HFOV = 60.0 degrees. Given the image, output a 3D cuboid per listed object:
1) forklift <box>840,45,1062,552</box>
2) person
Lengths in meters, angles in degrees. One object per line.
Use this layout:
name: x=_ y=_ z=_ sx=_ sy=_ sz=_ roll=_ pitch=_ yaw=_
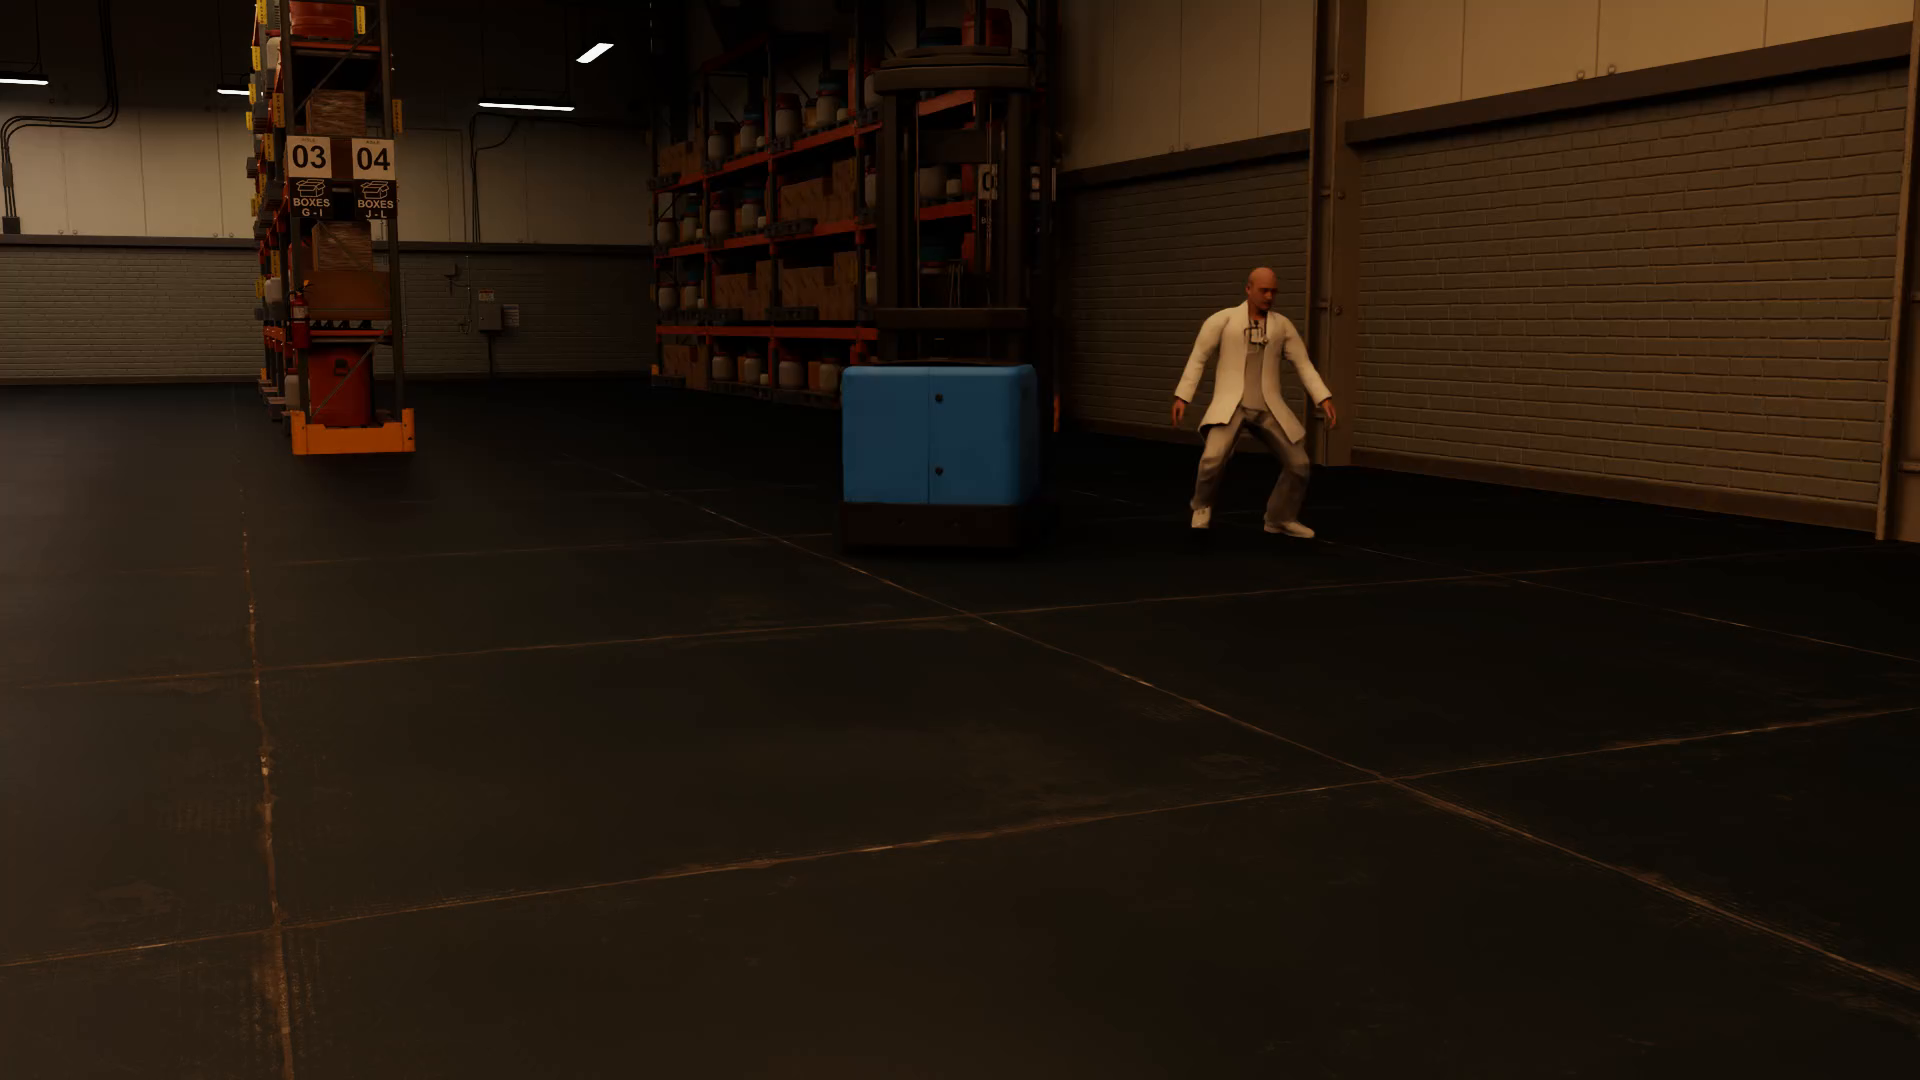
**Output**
forklift: x=0.061 y=-1.539 z=10.616 sx=1.130 sy=2.935 sz=3.031 roll=1 pitch=8 yaw=9
person: x=1.777 y=-0.822 z=10.131 sx=0.977 sy=1.663 sz=0.617 roll=0 pitch=8 yaw=-3
